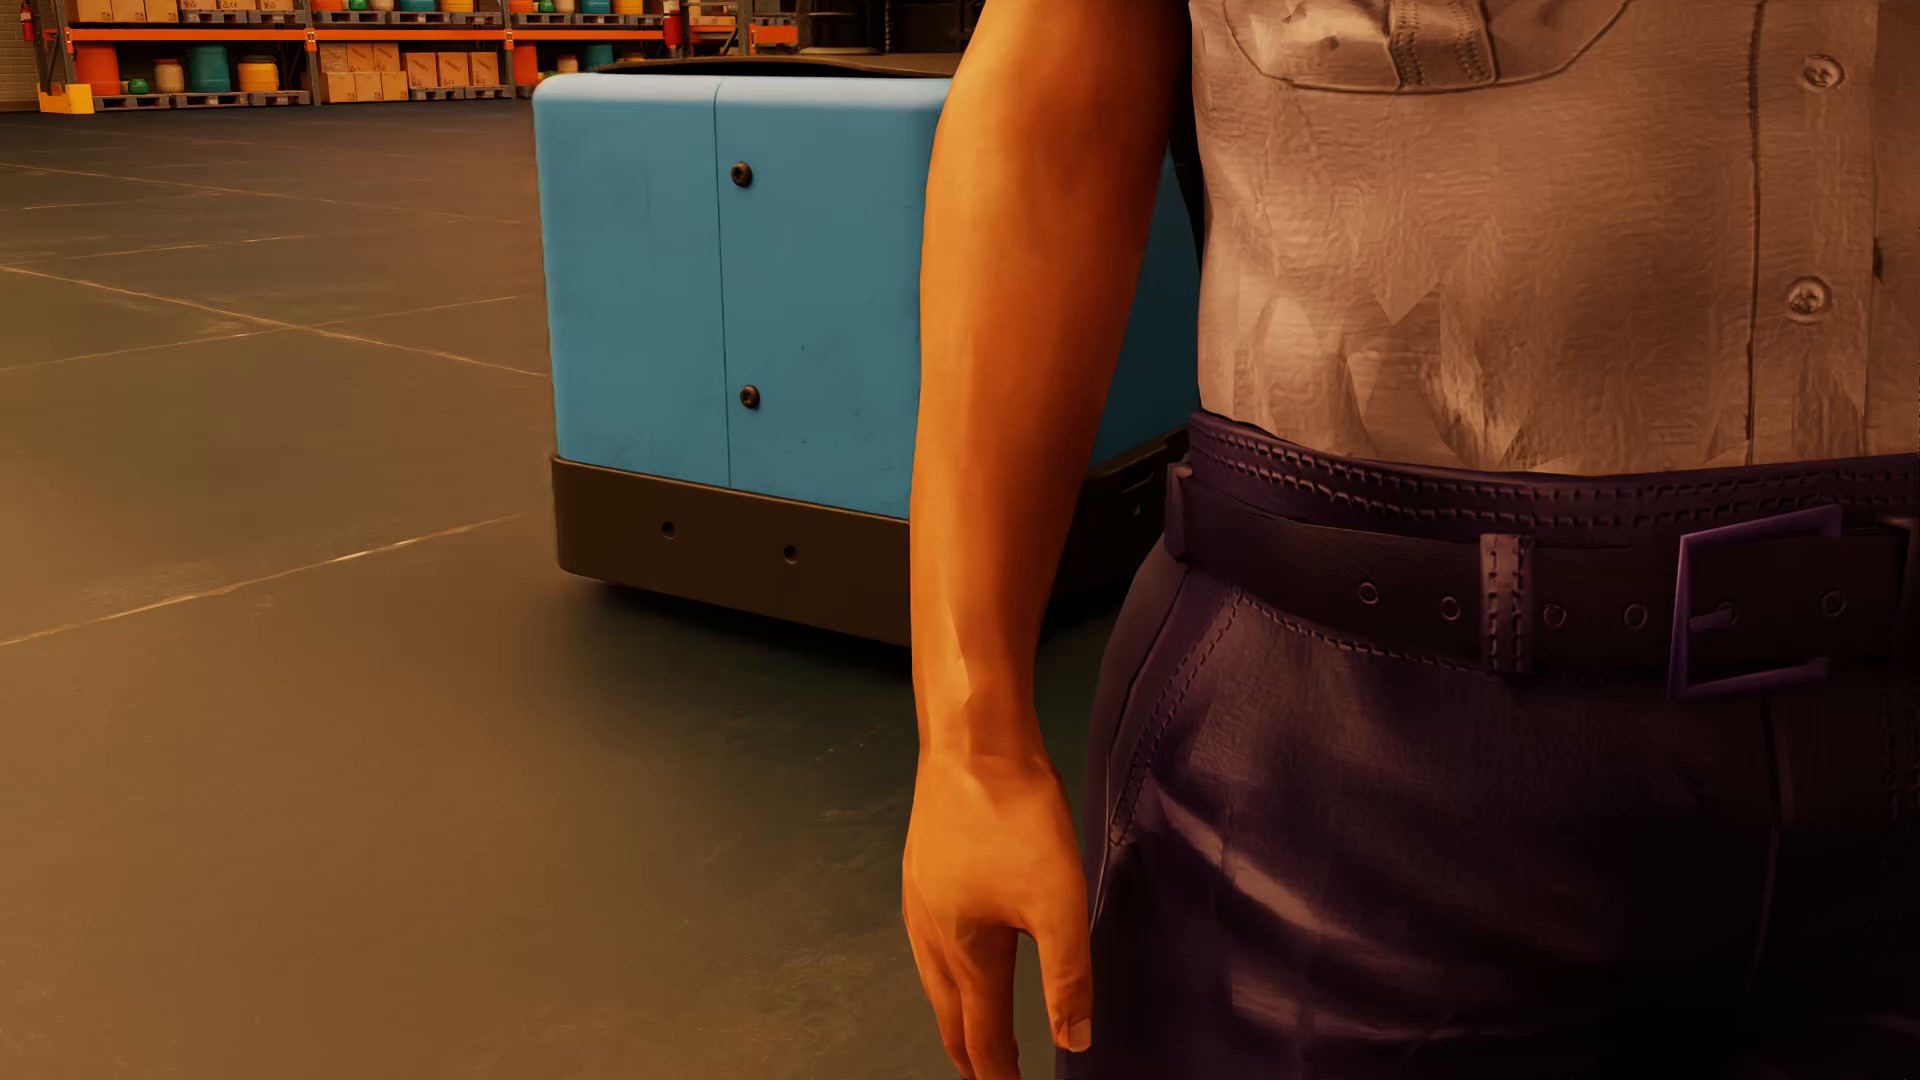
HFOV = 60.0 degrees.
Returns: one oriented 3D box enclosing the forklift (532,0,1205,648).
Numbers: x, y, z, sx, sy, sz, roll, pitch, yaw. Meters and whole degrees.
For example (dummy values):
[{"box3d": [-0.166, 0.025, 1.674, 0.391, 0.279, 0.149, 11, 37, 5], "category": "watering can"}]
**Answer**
[{"box3d": [0.346, -1.573, 4.079, 1.130, 2.935, 3.031, 10, 20, 30], "category": "forklift"}]
